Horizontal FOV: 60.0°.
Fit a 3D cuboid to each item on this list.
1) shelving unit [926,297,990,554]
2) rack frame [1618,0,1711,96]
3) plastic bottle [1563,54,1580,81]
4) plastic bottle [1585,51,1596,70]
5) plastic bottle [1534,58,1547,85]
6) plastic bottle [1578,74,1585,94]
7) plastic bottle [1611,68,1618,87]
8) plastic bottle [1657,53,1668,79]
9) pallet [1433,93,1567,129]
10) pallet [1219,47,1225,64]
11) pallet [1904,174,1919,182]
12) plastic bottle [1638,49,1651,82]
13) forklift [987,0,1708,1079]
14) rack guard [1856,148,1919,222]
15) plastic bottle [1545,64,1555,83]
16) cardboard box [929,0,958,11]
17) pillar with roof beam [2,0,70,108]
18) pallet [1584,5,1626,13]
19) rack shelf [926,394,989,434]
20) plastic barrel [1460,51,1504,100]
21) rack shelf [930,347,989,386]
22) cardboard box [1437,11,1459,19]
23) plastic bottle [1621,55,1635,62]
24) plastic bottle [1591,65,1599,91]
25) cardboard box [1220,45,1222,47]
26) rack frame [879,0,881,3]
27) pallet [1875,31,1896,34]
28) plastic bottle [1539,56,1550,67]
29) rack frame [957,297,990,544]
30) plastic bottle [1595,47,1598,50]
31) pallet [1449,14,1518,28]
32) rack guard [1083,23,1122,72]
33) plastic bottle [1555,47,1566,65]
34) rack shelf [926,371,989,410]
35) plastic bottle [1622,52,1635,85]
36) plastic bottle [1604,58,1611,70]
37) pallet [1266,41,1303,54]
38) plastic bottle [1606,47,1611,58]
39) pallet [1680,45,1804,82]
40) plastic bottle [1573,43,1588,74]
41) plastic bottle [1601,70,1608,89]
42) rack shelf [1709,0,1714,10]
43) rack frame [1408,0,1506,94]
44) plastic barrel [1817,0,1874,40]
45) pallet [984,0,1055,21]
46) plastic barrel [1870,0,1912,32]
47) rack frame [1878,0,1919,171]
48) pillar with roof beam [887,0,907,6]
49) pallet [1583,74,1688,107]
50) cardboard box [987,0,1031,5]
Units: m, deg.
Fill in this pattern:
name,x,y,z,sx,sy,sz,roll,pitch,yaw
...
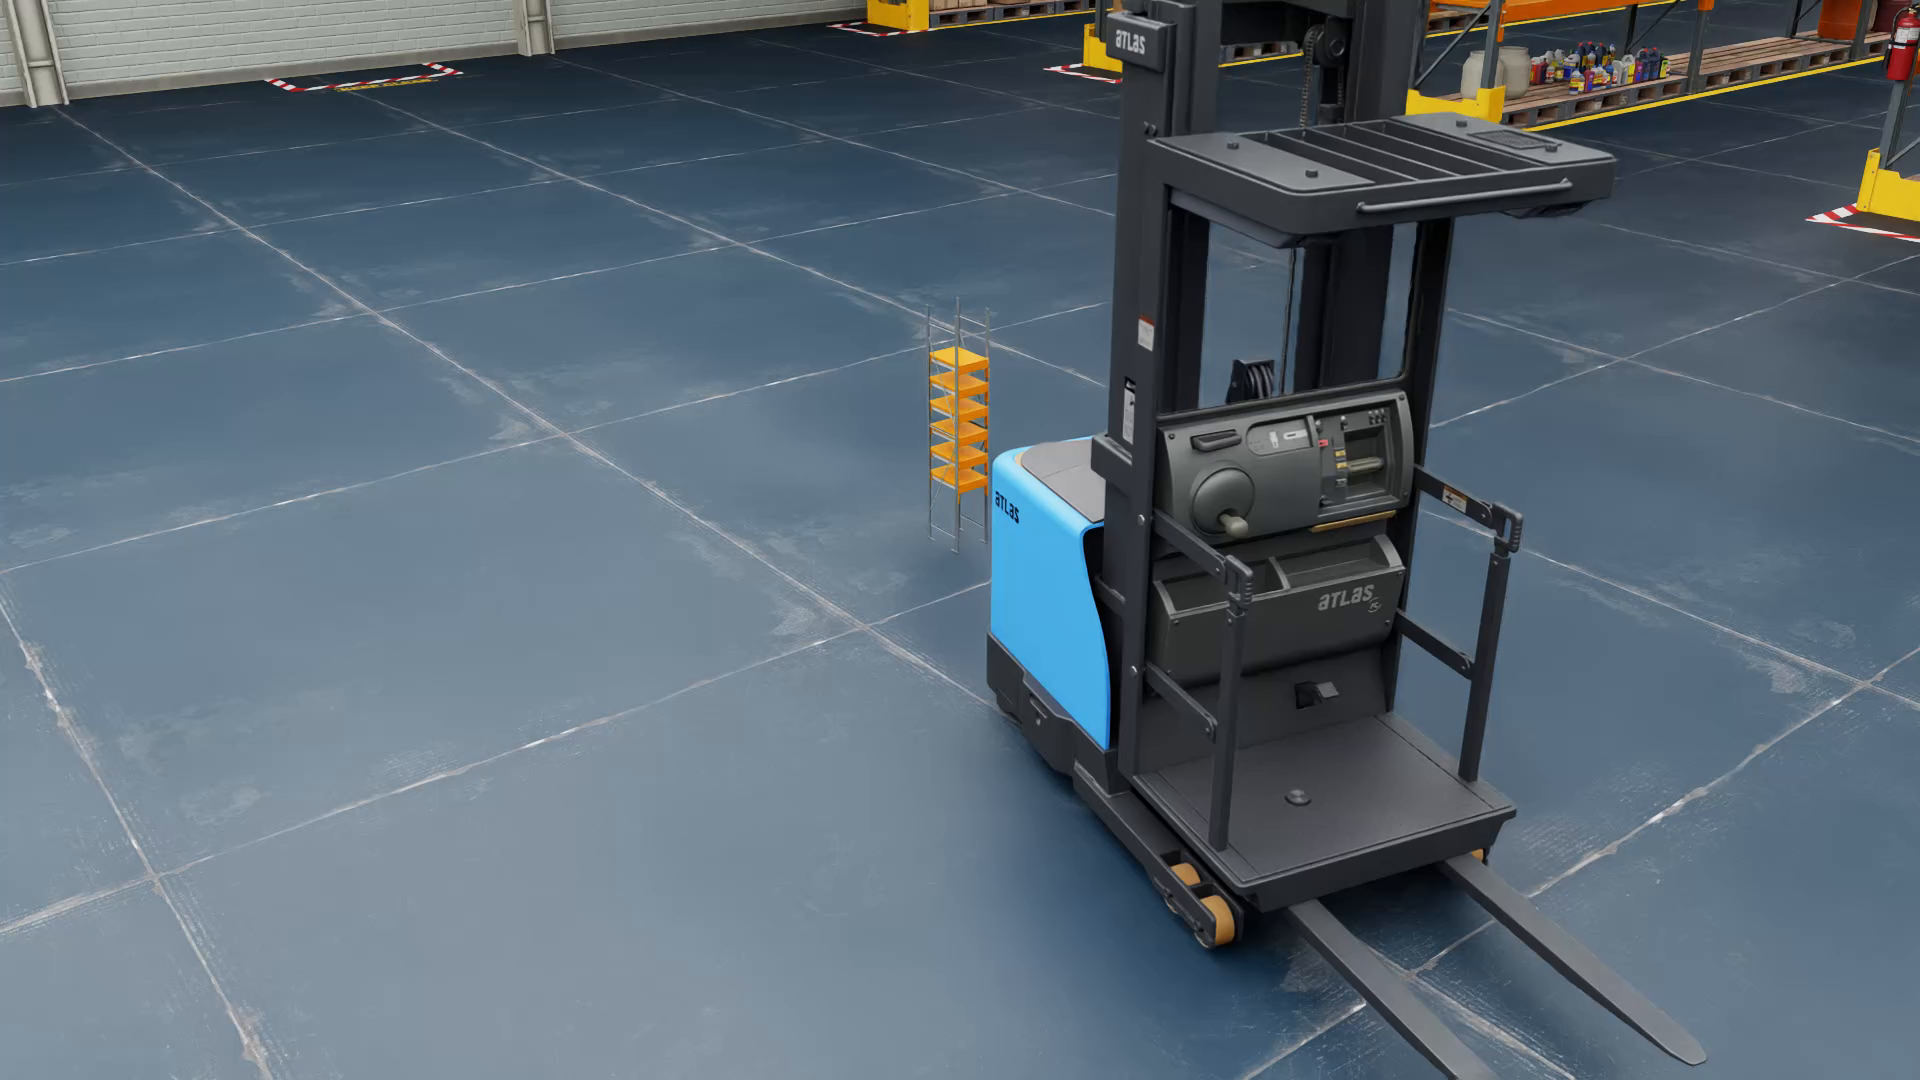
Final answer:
name,x,y,z,sx,sy,sz,roll,pitch,yaw
shelving unit,-0.011,-0.540,7.989,0.189,1.200,0.258,-18,31,-34
rack frame,8.279,-6.743,19.216,0.127,3.000,1.000,-18,31,-34
plastic bottle,7.016,-5.433,19.106,0.135,0.276,0.152,-18,31,-34
plastic bottle,7.348,-5.555,19.375,0.097,0.271,0.097,0,25,0
plastic bottle,6.587,-5.315,18.843,0.133,0.283,0.061,-18,31,-34
plastic bottle,6.832,-5.029,18.324,0.097,0.201,0.097,0,25,0
plastic bottle,7.339,-5.196,18.684,0.097,0.201,0.097,0,25,0
plastic bottle,8.104,-5.476,19.191,0.133,0.283,0.061,-17,30,-32
pallet,5.805,-4.684,18.091,1.213,0.211,1.003,-18,31,-34
pallet,2.654,-6.294,21.560,1.213,0.211,1.003,-18,31,-34
pallet,8.909,-3.017,14.501,1.213,0.211,1.003,-18,31,-34
plastic bottle,7.799,-5.428,19.008,0.185,0.351,0.144,-20,32,-37
forklift,1.164,-0.213,5.227,1.130,2.935,3.031,-10,27,-21
rack guard,8.247,-2.949,14.011,0.348,0.500,1.175,-18,31,-34
plastic bottle,6.722,-5.313,18.935,0.097,0.201,0.097,0,25,0
cardboard box,-0.382,-8.116,24.845,0.500,0.311,0.500,-23,33,-40
pillar with roof beam,-7.751,-7.632,14.006,0.400,9.000,9.100,-18,31,-34
pallet,9.943,-8.656,26.650,1.213,0.211,1.003,-18,31,-34
rack shelf,-0.011,-0.609,7.958,0.180,0.103,0.258,-18,31,-34
plastic barrel,5.602,-4.962,17.836,0.421,0.512,0.421,0,25,0
rack shelf,-0.011,-0.827,7.856,0.180,0.103,0.258,-18,31,-34
cardboard box,6.906,-7.751,24.154,0.500,0.250,0.500,-18,30,-33
plastic bottle,7.688,-5.437,19.115,0.135,0.276,0.152,-18,31,-34
plastic bottle,7.020,-5.123,18.443,0.097,0.271,0.097,0,25,0
cardboard box,3.028,-6.486,21.429,0.500,0.250,0.500,-18,31,-34
rack frame,-0.982,-8.986,24.049,0.127,3.000,1.000,-18,31,-34
pallet,12.981,-7.051,23.192,1.213,0.211,1.003,-18,31,-34
plastic bottle,6.630,-5.383,18.998,0.135,0.276,0.152,-19,31,-35
rack frame,0.061,-0.564,8.041,0.006,1.200,0.240,-18,31,-34
plastic bottle,7.520,-5.677,19.631,0.135,0.276,0.152,-17,30,-32
pallet,7.701,-7.958,25.147,1.213,0.211,1.003,-18,31,-34
rack guard,2.059,-6.206,21.028,0.348,0.500,1.175,-18,31,-34
plastic bottle,6.905,-5.509,19.182,0.185,0.351,0.144,-19,31,-34
rack shelf,-0.011,-0.718,7.907,0.180,0.103,0.258,-18,31,-34
plastic bottle,7.545,-5.345,18.827,0.185,0.351,0.144,-18,31,-34
plastic bottle,7.348,-5.308,18.829,0.133,0.283,0.061,-18,31,-34
pallet,4.574,-6.927,22.926,1.213,0.211,1.003,-18,31,-34
plastic bottle,7.586,-5.645,19.554,0.133,0.283,0.061,-18,31,-34
pallet,9.834,-6.014,20.957,1.213,0.211,1.003,-18,31,-34
plastic bottle,7.239,-5.620,19.420,0.185,0.351,0.144,-20,31,-36
plastic bottle,7.177,-5.143,18.569,0.097,0.201,0.097,0,25,0
rack shelf,9.853,-6.936,20.487,4.000,0.370,1.077,-18,31,-34
rack frame,5.131,-5.704,16.977,0.127,3.000,1.000,-18,31,-34
plastic barrel,11.801,-7.121,22.109,0.708,0.830,0.600,-18,31,-34
pallet,0.698,-8.255,25.787,1.213,0.211,1.003,-18,31,-34
plastic barrel,12.690,-7.305,22.792,0.708,0.588,0.600,-18,31,-34
rack frame,8.188,-4.063,13.442,0.127,3.000,1.000,-18,31,-34
pillar with roof beam,1.692,-10.749,20.722,0.400,9.000,9.100,-18,31,-34
pallet,7.725,-5.318,19.457,1.213,0.211,1.003,-18,31,-34
cardboard box,0.675,-8.524,25.499,0.500,0.500,0.700,-21,32,-37
